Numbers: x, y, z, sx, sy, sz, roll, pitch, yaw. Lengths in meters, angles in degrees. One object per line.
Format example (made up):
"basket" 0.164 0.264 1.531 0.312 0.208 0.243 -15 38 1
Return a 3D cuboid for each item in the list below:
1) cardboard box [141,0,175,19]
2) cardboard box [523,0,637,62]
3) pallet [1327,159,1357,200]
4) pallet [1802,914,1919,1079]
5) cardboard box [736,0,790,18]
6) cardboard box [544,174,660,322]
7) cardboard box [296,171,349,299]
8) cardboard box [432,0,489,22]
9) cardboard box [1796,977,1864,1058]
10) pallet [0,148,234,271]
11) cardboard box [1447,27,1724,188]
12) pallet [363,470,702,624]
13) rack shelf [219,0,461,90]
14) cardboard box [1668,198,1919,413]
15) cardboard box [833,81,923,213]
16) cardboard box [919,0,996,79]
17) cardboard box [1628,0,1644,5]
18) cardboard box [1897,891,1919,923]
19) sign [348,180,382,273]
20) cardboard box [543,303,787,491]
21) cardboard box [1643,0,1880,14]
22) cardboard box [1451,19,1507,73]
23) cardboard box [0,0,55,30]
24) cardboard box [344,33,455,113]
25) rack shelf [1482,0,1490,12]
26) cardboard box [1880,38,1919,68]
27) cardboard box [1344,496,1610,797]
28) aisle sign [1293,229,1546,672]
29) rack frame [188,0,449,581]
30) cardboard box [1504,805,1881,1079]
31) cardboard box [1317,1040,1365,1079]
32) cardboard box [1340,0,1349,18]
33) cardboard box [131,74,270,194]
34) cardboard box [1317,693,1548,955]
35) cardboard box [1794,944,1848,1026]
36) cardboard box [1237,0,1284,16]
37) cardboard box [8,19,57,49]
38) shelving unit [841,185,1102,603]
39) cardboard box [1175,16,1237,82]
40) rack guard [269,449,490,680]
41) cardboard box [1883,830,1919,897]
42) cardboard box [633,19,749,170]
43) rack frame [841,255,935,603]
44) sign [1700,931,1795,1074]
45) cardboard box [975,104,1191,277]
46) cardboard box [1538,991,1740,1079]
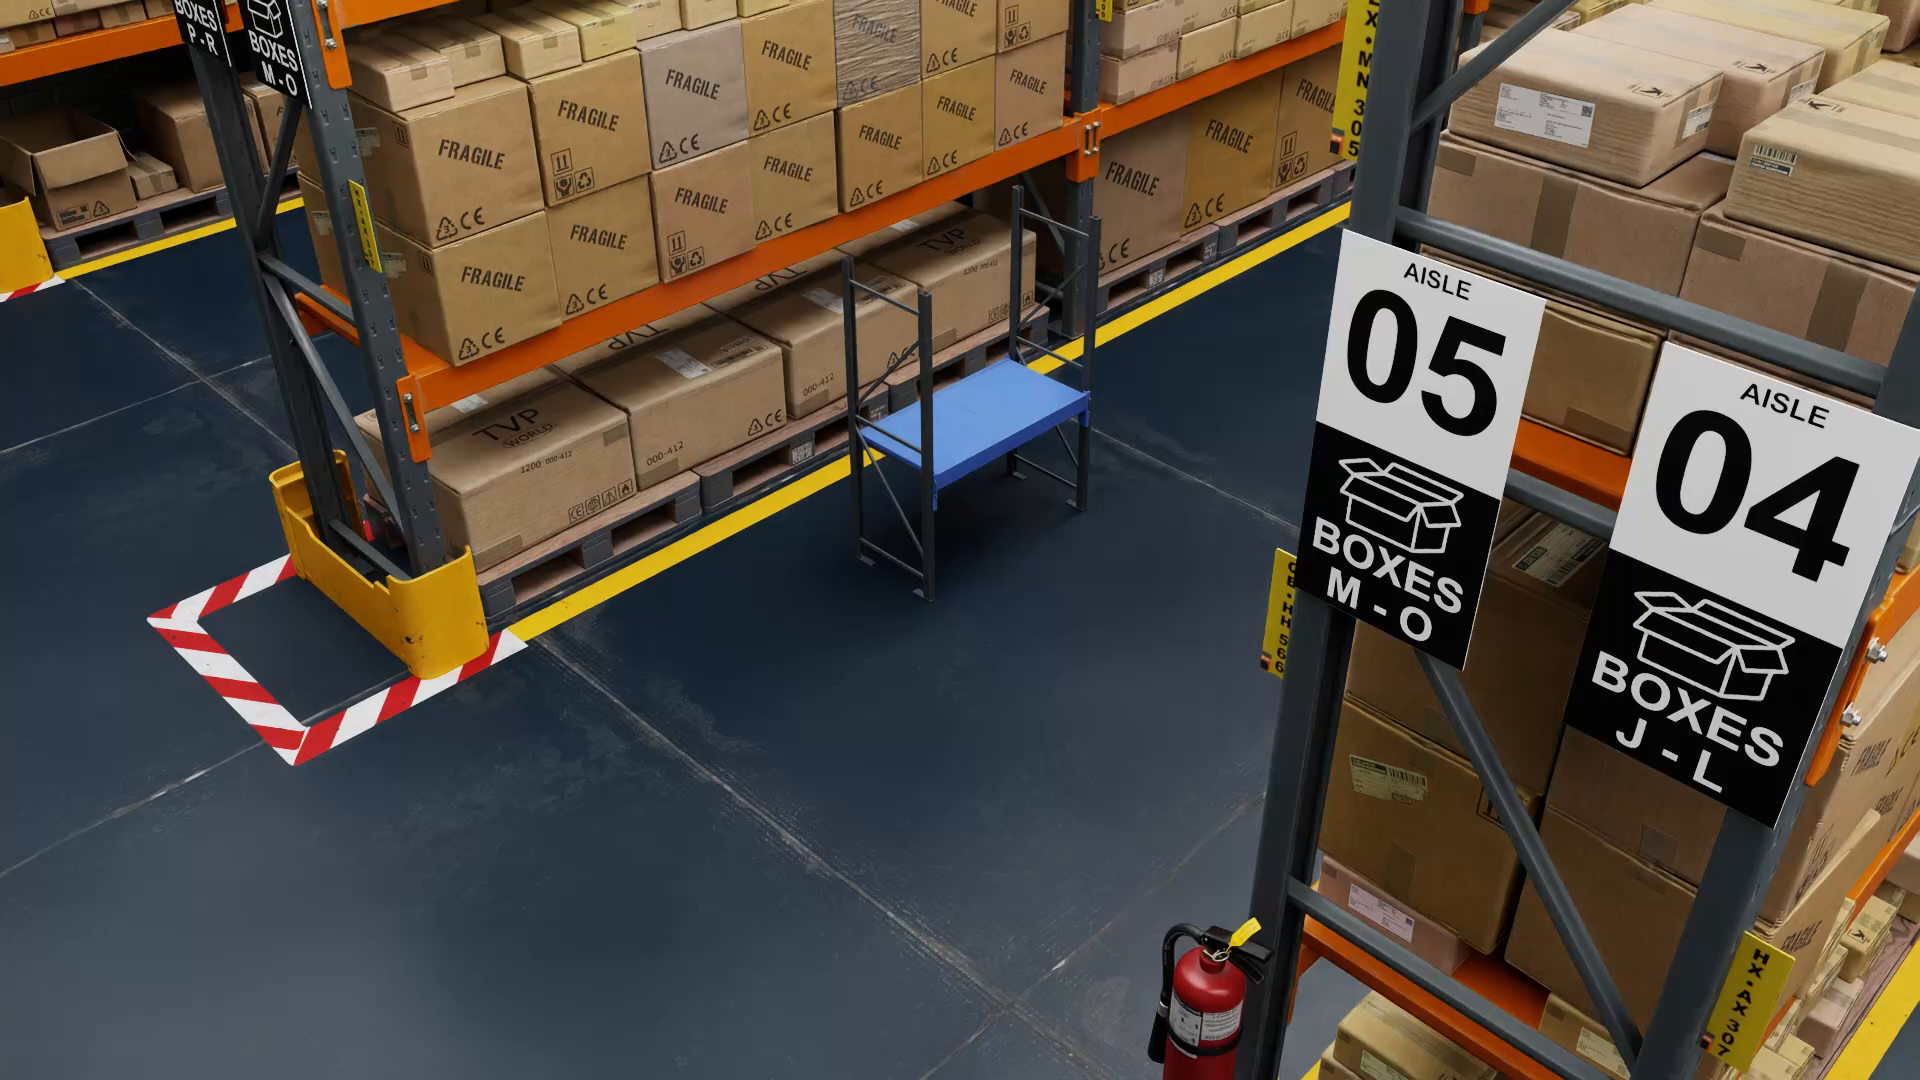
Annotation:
"cardboard box" -4.884 -3.297 10.075 0.250 0.149 0.380 -29 44 -35
"cardboard box" -1.479 -2.006 6.475 0.380 0.149 0.250 28 44 34
"pallet" 2.531 -2.761 11.525 1.003 0.211 1.213 30 45 35
"pallet" 2.598 1.311 5.685 1.003 0.211 1.213 30 45 35
"cardboard box" -0.928 -2.310 6.911 0.380 0.149 0.250 28 44 34
"cardboard box" -1.618 -1.284 6.882 0.500 0.500 0.500 29 44 35
"cardboard box" -2.345 -1.291 6.891 0.500 0.500 0.500 -30 45 -35
"cardboard box" -2.102 -2.142 6.671 0.380 0.149 0.250 29 44 35
"cardboard box" 2.587 1.410 5.232 0.380 0.149 0.250 27 43 33
"pallet" -5.407 -2.157 10.659 1.003 0.211 1.213 30 45 35
"cardboard box" 1.113 -0.784 2.976 0.380 0.149 0.250 29 44 35
"pallet" -1.989 -0.160 7.795 1.003 0.211 1.213 30 45 35
"rack shelf" -1.088 -2.695 6.998 1.077 0.370 4.000 30 45 35
"cardboard box" 1.588 -0.445 2.837 0.500 0.250 0.500 -29 44 -35
"cardboard box" -0.526 -1.900 7.764 0.500 0.500 0.500 29 44 35
"cardboard box" -0.178 -2.517 7.775 0.500 0.500 0.500 29 44 35
"cardboard box" 5.086 -4.406 13.375 0.625 0.372 0.950 -27 43 -33
"cardboard box" 3.142 1.097 5.680 0.380 0.149 0.250 29 44 35
"sign" -2.107 -1.109 5.892 0.100 0.325 0.005 30 45 35
"cardboard box" -1.464 -0.752 8.079 0.875 0.438 0.875 -29 44 -34
"cardboard box" 1.646 -1.100 3.429 0.250 0.149 0.380 -29 44 -35
"cardboard box" 3.545 -3.515 12.097 0.950 0.372 0.625 26 43 32
"cardboard box" -5.511 -3.082 9.419 0.500 0.250 0.500 -30 45 -35
"cardboard box" -2.050 -1.697 6.033 0.250 0.149 0.380 -29 44 -35
"rack shelf" 4.549 -4.712 12.513 1.077 0.370 4.000 30 45 35
"cardboard box" 1.954 -1.072 3.736 0.500 0.250 0.500 -29 44 -35
"cardboard box" 1.233 0.147 3.695 0.500 0.500 0.500 29 44 34
"aisle sign" 0.823 -0.151 3.072 0.394 0.787 0.004 30 45 35
"rack frame" -2.497 -0.947 6.486 1.000 3.000 0.127 30 45 35
"cardboard box" 1.600 0.773 3.672 0.500 0.500 0.500 -28 43 -34
"cardboard box" 1.257 1.552 4.767 0.380 0.149 0.250 28 44 34
"cardboard box" 2.253 -3.412 10.151 0.500 0.250 0.500 29 44 35
"cardboard box" -4.894 -2.635 10.724 0.500 0.500 0.700 -28 44 -34
"cardboard box" 1.221 0.557 3.981 0.500 0.500 0.500 -29 44 -35
"cardboard box" 2.393 1.230 4.969 0.250 0.149 0.380 -28 44 -34
"cardboard box" 1.554 -3.197 9.406 0.500 0.250 0.500 -29 44 -35
"cardboard box" -5.449 -2.988 9.632 0.250 0.149 0.380 -29 44 -35
"shelving unit" 0.060 -0.650 7.371 0.538 1.500 1.048 30 45 35
"cardboard box" 1.182 -2.793 9.263 0.500 0.250 0.500 28 44 34
"rack guard" -2.514 0.088 7.187 1.175 0.500 0.348 30 45 35
"cardboard box" 2.973 0.944 5.379 0.380 0.149 0.250 28 44 34
"cardboard box" -1.240 -1.903 6.895 0.500 0.500 0.500 29 44 35
"rack frame" -0.298 -0.443 7.075 0.500 1.500 0.032 30 45 35
"sign" 1.472 0.870 3.123 0.100 0.325 0.005 30 45 35
"cardboard box" 0.702 -2.156 9.709 0.875 0.875 0.875 -28 44 -34
"cardboard box" 1.548 1.110 3.755 0.380 0.149 0.250 29 44 35
